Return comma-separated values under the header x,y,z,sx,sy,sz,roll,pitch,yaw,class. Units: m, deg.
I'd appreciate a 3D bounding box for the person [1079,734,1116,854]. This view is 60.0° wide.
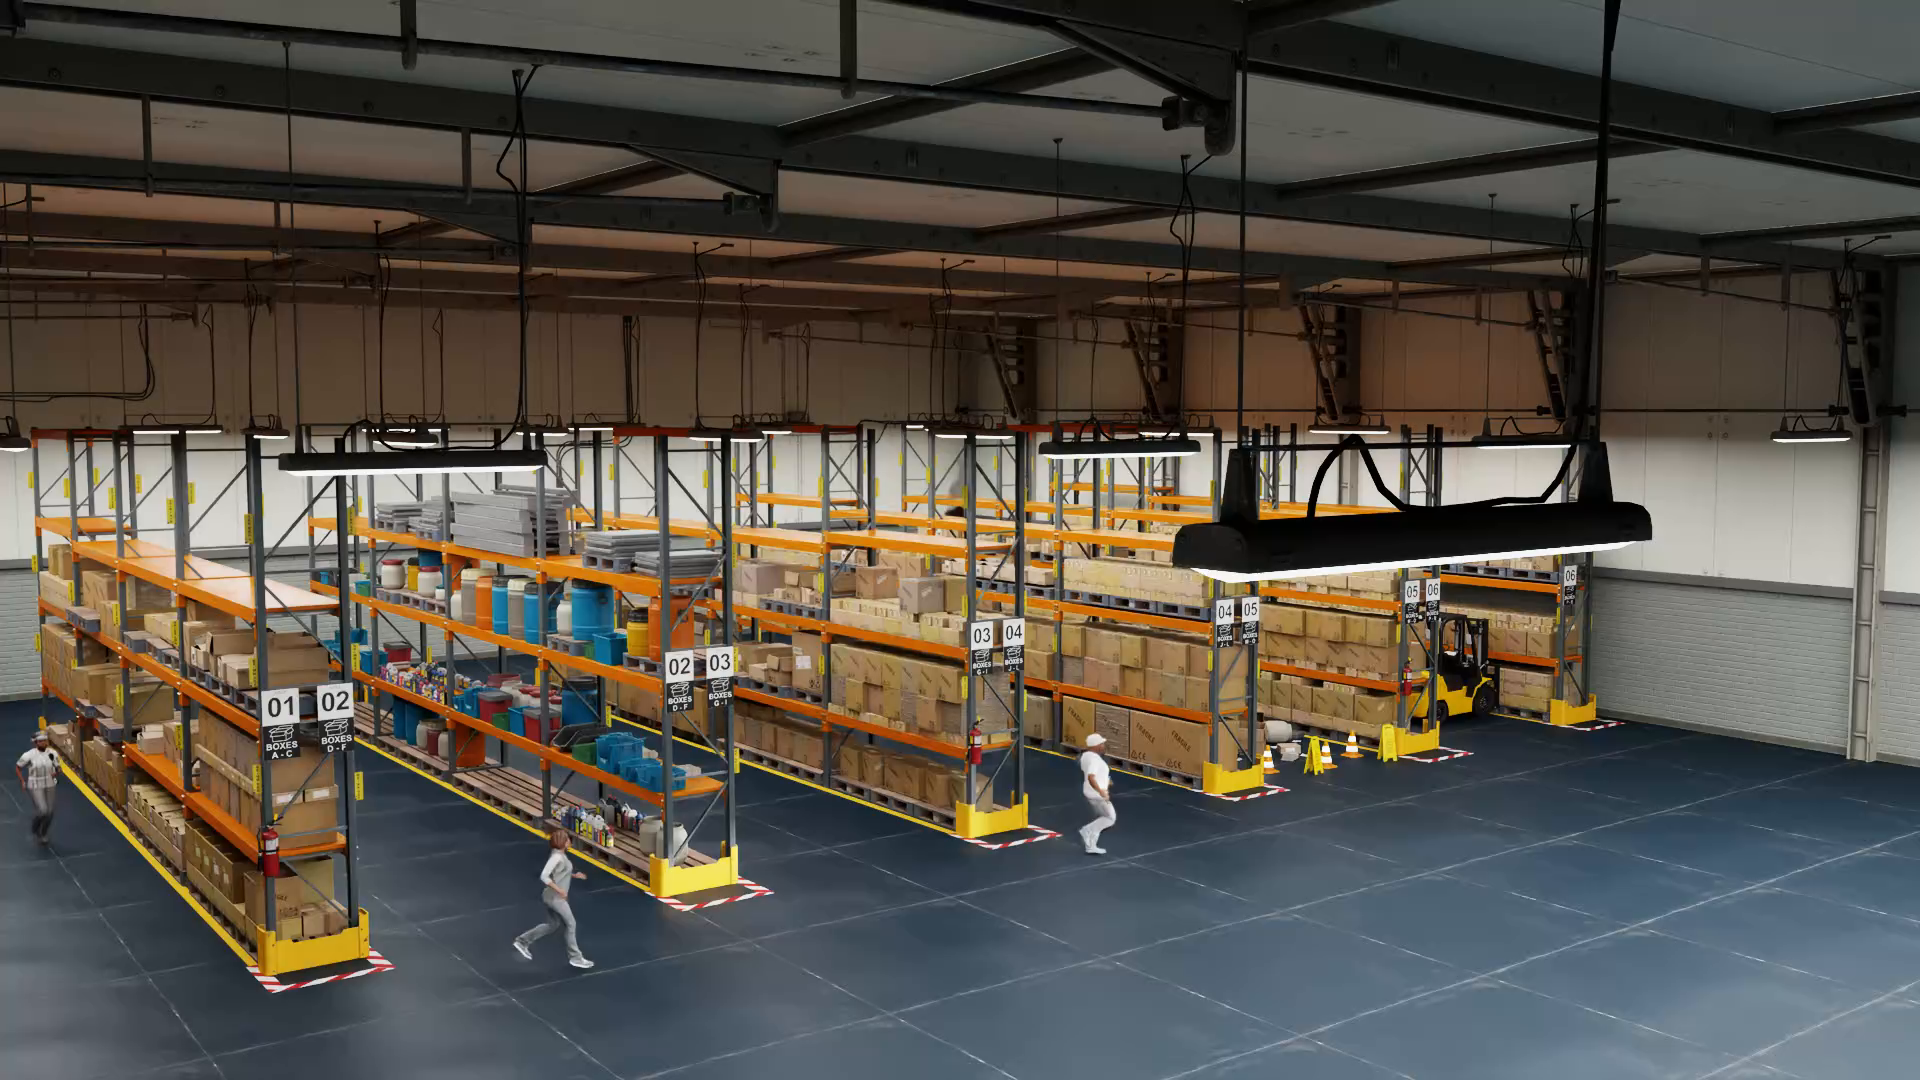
x,y,z,sx,sy,sz,roll,pitch,yaw,class
1.946,3.617,23.692,0.580,1.727,0.706,-1,5,-12,person

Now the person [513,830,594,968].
x,y,z,sx,sy,sz,roll,pitch,yaw,class
-4.594,4.062,18.743,0.882,1.594,0.550,-1,5,-14,person

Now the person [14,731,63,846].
x,y,z,sx,sy,sz,roll,pitch,yaw,class
-13.292,3.594,24.096,0.645,1.675,0.552,4,6,40,person
